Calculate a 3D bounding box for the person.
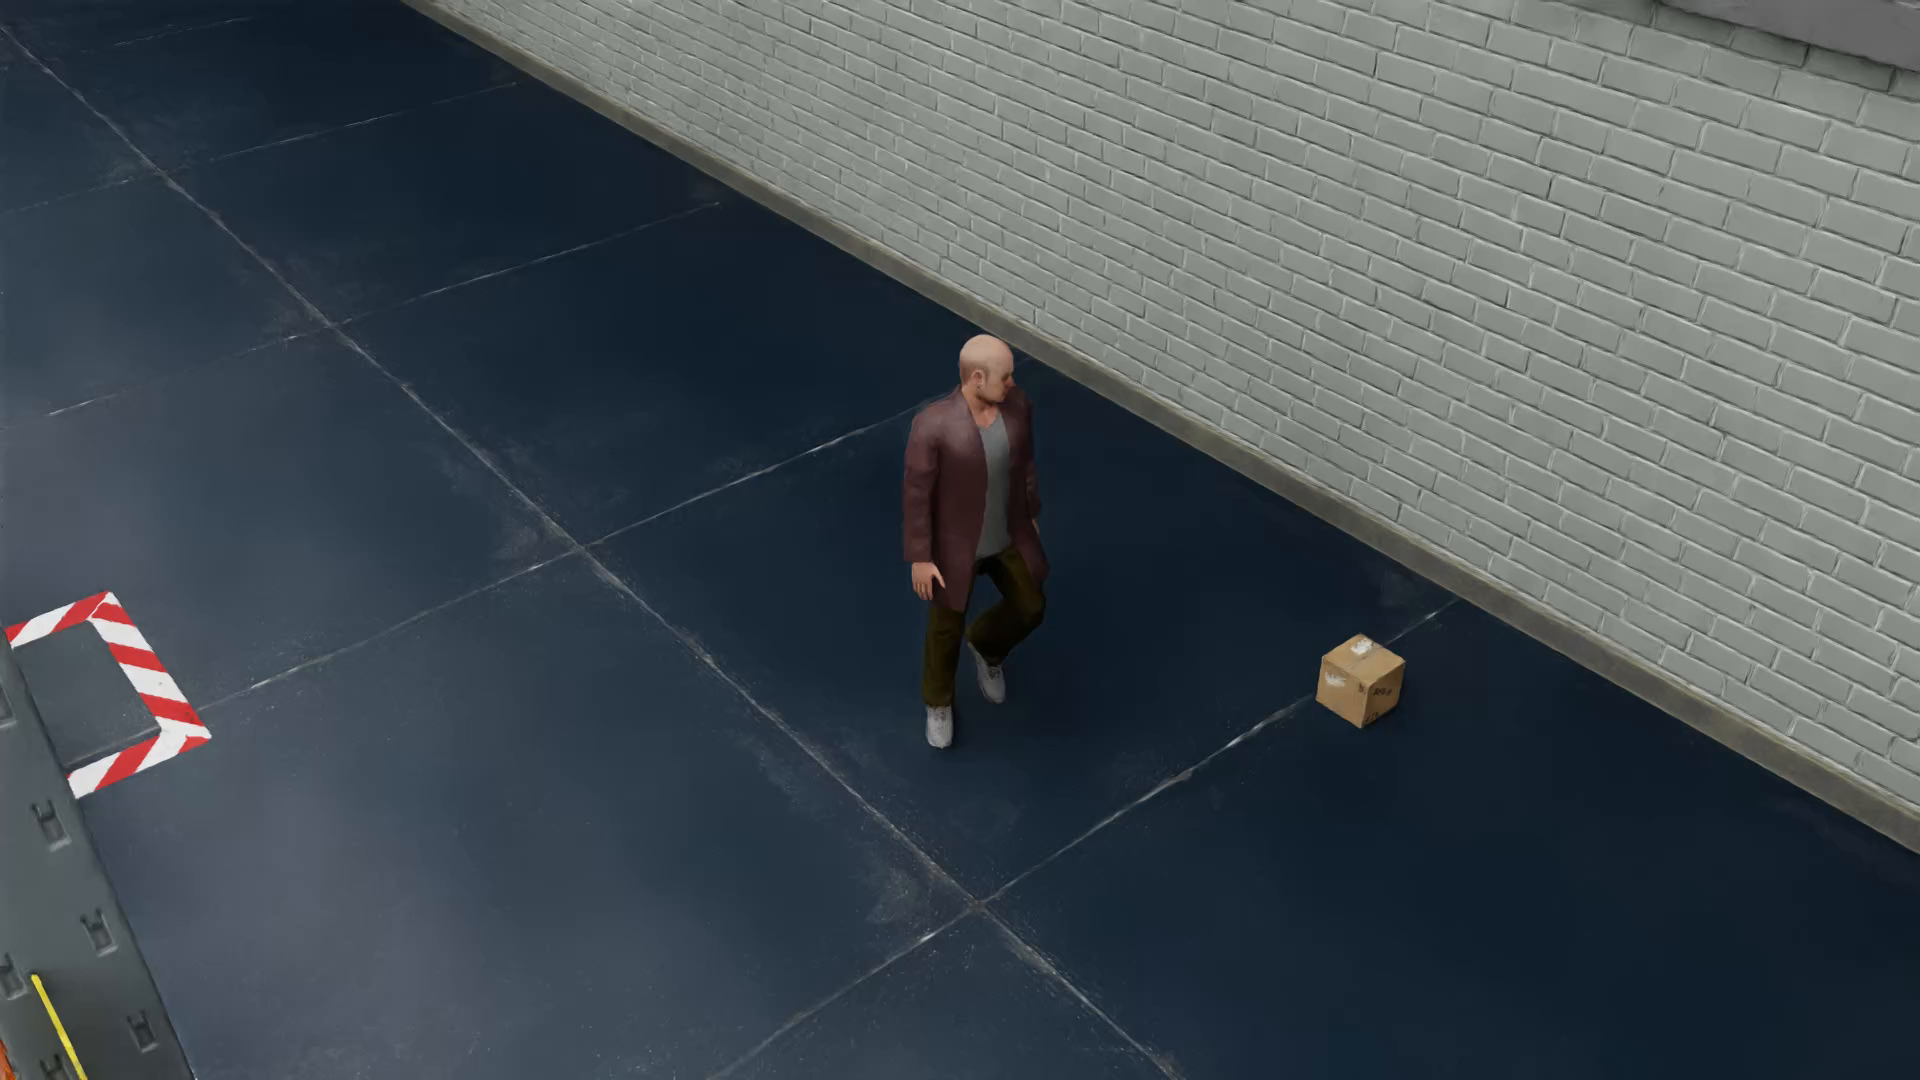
[{"bbox_3d":[0.037,-0.021,6.661,0.650,1.778,0.506,-17,39,-22],"label":"person"}]
